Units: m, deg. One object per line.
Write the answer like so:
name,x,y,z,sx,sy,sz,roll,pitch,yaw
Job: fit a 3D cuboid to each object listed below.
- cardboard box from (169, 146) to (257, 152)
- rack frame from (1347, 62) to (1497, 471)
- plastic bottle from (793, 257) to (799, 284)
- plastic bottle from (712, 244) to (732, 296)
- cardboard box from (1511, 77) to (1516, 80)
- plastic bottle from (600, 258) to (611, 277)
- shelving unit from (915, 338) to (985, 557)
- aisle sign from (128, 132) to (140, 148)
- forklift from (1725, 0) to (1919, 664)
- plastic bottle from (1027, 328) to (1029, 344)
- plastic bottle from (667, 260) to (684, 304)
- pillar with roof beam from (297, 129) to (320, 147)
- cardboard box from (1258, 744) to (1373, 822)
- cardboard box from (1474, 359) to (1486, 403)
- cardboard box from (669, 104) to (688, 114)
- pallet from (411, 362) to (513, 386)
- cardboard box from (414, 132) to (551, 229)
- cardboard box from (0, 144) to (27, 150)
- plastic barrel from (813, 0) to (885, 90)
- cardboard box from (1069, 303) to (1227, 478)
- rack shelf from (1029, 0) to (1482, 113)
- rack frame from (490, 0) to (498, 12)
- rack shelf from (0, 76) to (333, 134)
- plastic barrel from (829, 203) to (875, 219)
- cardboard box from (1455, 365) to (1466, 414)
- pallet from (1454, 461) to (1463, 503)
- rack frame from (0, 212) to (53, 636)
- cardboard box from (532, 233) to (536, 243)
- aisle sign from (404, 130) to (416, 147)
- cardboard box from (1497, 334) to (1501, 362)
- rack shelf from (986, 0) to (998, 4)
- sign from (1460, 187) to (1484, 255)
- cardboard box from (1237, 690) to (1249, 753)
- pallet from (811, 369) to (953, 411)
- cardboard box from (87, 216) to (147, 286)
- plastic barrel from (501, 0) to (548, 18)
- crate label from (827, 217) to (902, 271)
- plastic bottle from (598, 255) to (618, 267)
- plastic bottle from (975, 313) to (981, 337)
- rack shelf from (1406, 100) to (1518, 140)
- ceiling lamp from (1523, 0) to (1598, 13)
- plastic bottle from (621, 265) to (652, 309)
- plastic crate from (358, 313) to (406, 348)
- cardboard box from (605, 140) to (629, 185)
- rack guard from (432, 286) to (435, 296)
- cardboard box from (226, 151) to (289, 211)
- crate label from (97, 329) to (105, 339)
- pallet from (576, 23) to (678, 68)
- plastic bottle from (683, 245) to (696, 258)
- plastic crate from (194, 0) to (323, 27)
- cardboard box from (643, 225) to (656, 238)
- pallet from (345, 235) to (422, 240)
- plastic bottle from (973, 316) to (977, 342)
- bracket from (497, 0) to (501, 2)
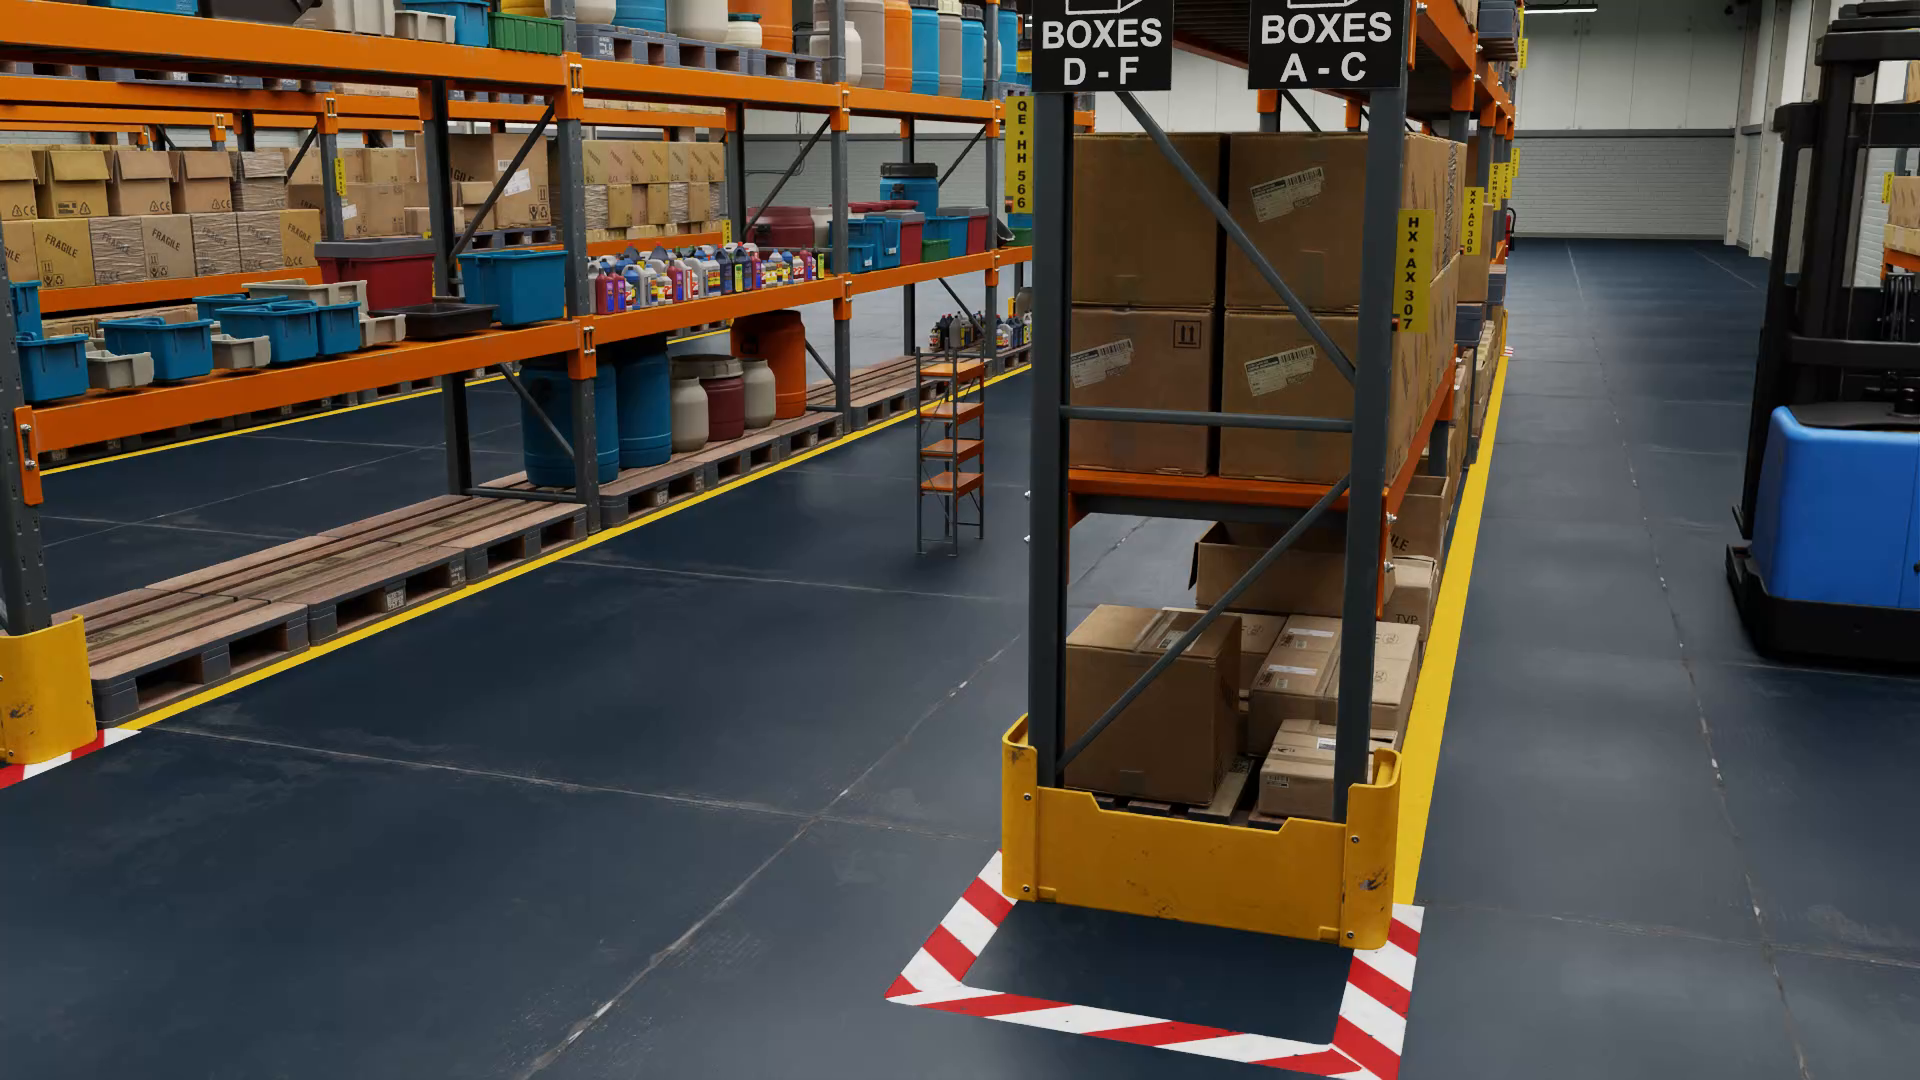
cardboard box,-9.302,-4.630,20.770,0.875,0.550,0.550,4,14,18
rack frame,3.285,-2.021,12.101,1.000,3.000,0.127,4,14,18
plastic bottle,-1.289,-2.074,12.778,0.097,0.201,0.097,0,13,0
plastic bottle,-1.692,-1.900,11.683,0.144,0.351,0.185,4,14,18
cardboard box,5.750,-5.106,17.956,0.500,0.250,0.500,4,14,18
plastic bottle,-2.425,-1.786,11.361,0.097,0.271,0.097,0,13,0
shelving unit,-0.054,-0.550,9.702,0.258,1.200,0.503,4,14,18
aisle sign,-12.582,-6.392,25.412,0.394,0.787,0.004,4,14,18
forklift,4.643,-1.140,8.395,1.130,2.935,3.031,5,14,20
plastic bottle,0.722,-2.308,18.661,0.097,0.201,0.097,0,13,0
plastic bottle,-1.886,-1.713,11.013,0.061,0.283,0.133,4,14,18
pillar with roof beam,-10.696,-10.549,35.984,9.100,9.000,0.400,4,14,18
cardboard box,1.157,0.775,5.267,0.380,0.149,0.250,4,14,18
cardboard box,3.732,-1.248,12.688,0.500,0.311,0.500,5,14,20
cardboard box,-3.747,-5.476,20.836,0.500,0.250,0.500,5,14,20
pallet,-5.437,-1.796,17.382,1.003,0.211,1.213,4,14,18
cardboard box,-5.183,-3.917,18.117,1.000,1.000,1.000,4,14,19
cardboard box,-13.449,-5.259,23.146,0.700,0.500,0.500,4,13,17
plastic barrel,-0.930,-4.242,13.967,0.600,0.901,0.600,0,13,0
cardboard box,0.584,-0.499,5.209,0.500,0.500,0.500,5,14,20
rack shelf,1.343,-1.869,6.312,1.077,0.370,4.000,4,14,18
rack frame,-4.793,-6.502,18.252,1.000,3.000,0.127,4,14,18
rack shelf,-6.735,-3.425,13.131,1.077,0.370,4.000,4,14,18
plastic barrel,-1.001,-2.856,15.453,0.433,0.535,0.433,0,13,0
cardboard box,2.863,-0.941,10.312,0.500,0.250,0.500,4,13,17
pallet,3.007,-0.507,11.735,1.003,0.211,1.213,4,14,18
rack frame,-3.989,-0.694,6.287,1.000,3.000,0.127,4,14,18
cardboard box,-5.002,-3.521,19.238,0.380,0.149,0.250,4,14,18
aisle sign,-7.853,-6.058,23.949,0.394,0.787,0.004,4,14,18
cardboard box,5.349,-2.013,17.302,0.500,0.250,0.500,4,14,18
rack shelf,-0.754,-5.178,14.969,1.077,0.370,4.000,4,14,18
sign,2.506,-1.563,8.151,0.100,0.325,0.005,4,14,18
cardboard box,0.855,0.619,5.912,0.380,0.166,0.250,4,14,18
pallet,-0.717,-1.435,15.801,1.003,0.211,1.213,4,14,18
cardboard box,-6.672,-2.232,12.799,0.500,0.500,0.500,4,13,17
plastic barrel,-2.592,-3.502,10.482,0.600,0.588,0.600,0,13,0
crate label,-0.824,-2.585,14.494,0.502,0.435,0.616,4,14,18
plastic bottle,-2.474,-1.842,11.597,0.152,0.276,0.135,4,14,18
plastic bottle,0.195,-2.516,19.411,0.097,0.271,0.097,0,13,0
rack shelf,5.226,-4.396,17.382,1.077,0.370,4.000,4,14,18
ceiling lamp,14.916,-14.770,41.361,2.000,3.185,0.800,4,14,18
plastic bottle,-2.067,-1.623,10.635,0.152,0.276,0.135,4,14,18
plastic crate,-2.974,-1.049,8.299,0.293,0.136,0.466,4,14,18
cardboard box,-4.247,-4.440,19.561,0.500,0.500,0.500,4,14,18
rack guard,-8.152,-3.584,24.567,1.175,0.500,0.348,4,14,18
cardboard box,-6.339,-3.120,14.437,0.797,0.503,0.637,5,14,20
crate label,-3.722,-0.900,7.647,0.396,0.136,0.243,4,14,18
pallet,-2.534,-3.079,10.418,1.213,0.211,1.003,4,14,18
plastic bottle,-2.083,-2.131,12.847,0.061,0.283,0.133,4,14,18
plastic crate,-3.235,-2.428,7.283,0.504,0.338,0.767,4,14,18
cardboard box,-3.966,-3.795,20.439,0.380,0.149,0.250,4,14,18
pallet,-5.958,-2.799,15.942,1.213,0.211,1.003,4,14,18
plastic bottle,0.153,-2.402,18.886,0.061,0.283,0.133,4,14,18
bracket,-11.519,-14.485,45.140,0.076,0.066,4.783,4,14,18
